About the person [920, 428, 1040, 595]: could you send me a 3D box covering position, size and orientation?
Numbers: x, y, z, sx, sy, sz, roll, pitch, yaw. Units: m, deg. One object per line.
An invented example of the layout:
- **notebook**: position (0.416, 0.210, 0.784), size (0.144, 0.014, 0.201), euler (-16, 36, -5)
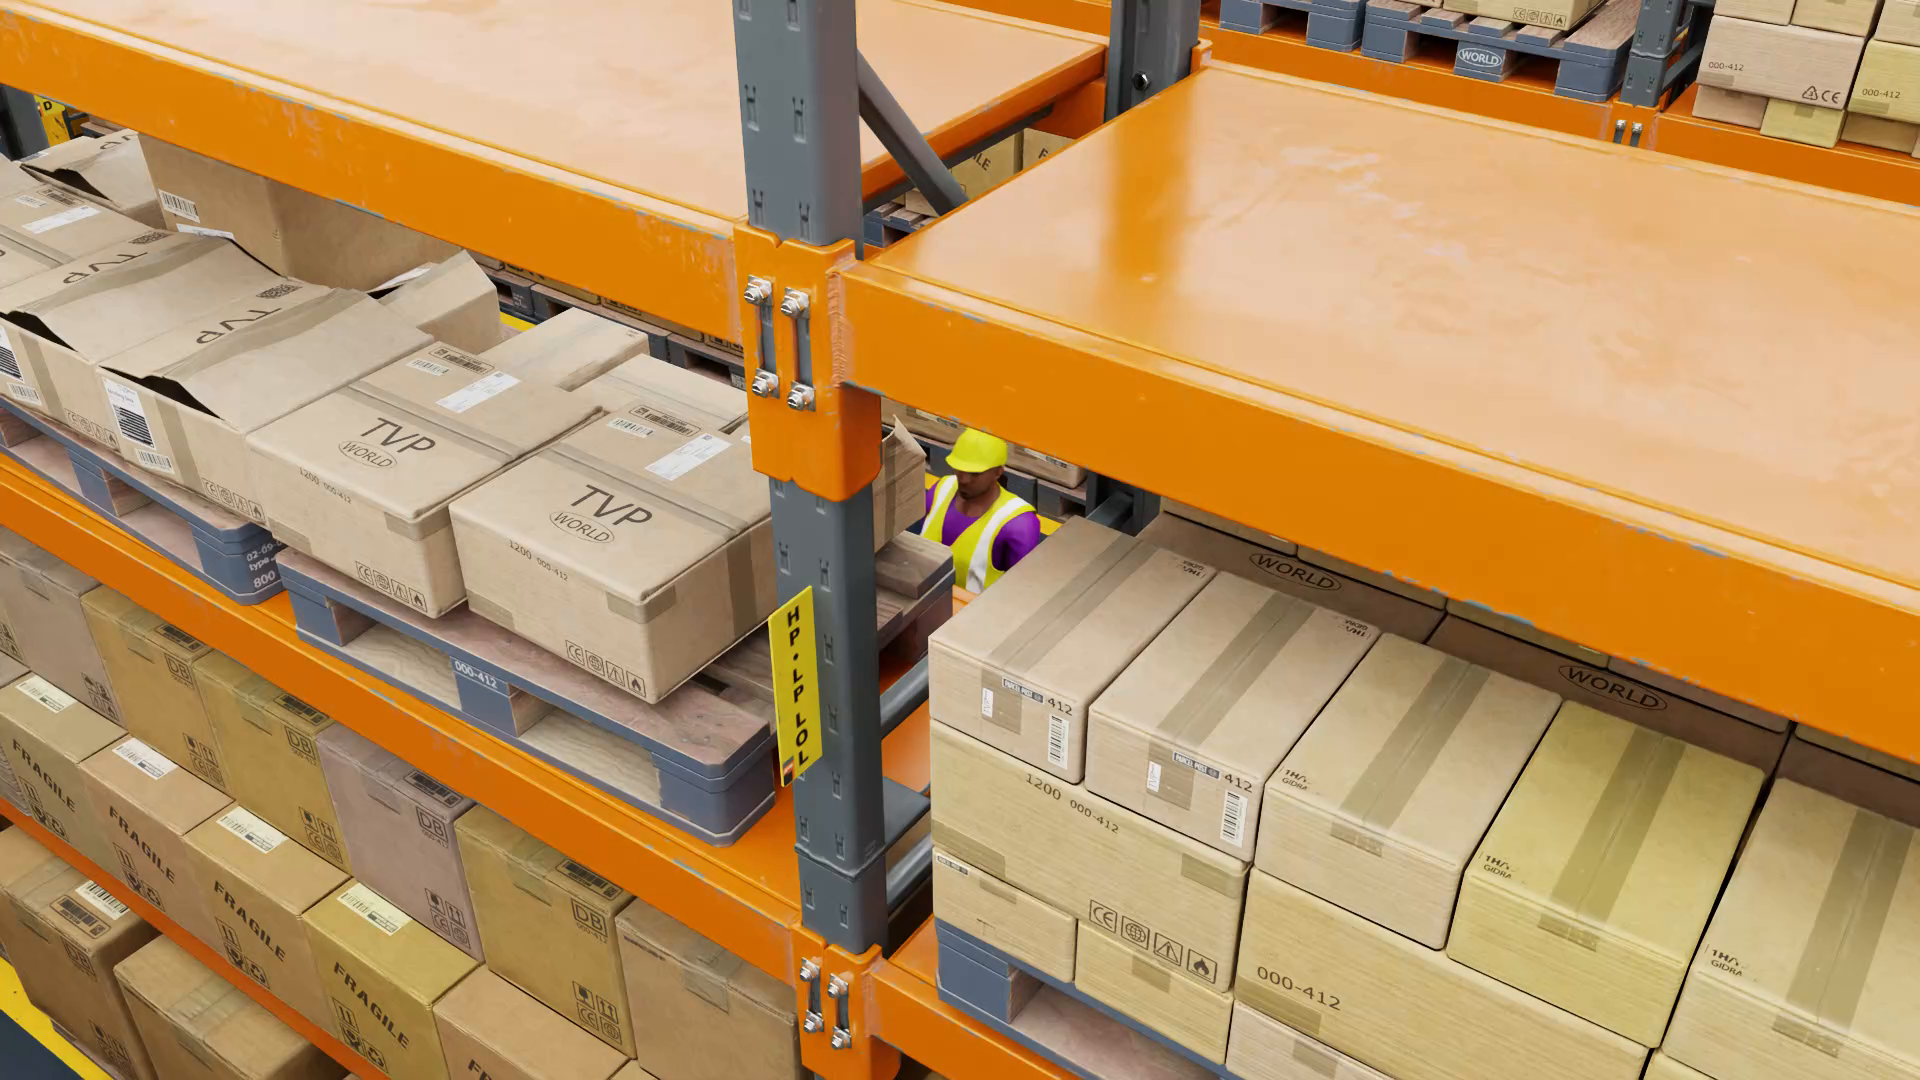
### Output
- **person**: position (-0.005, 0.362, 6.775), size (0.570, 1.758, 0.556), euler (23, 40, 29)
